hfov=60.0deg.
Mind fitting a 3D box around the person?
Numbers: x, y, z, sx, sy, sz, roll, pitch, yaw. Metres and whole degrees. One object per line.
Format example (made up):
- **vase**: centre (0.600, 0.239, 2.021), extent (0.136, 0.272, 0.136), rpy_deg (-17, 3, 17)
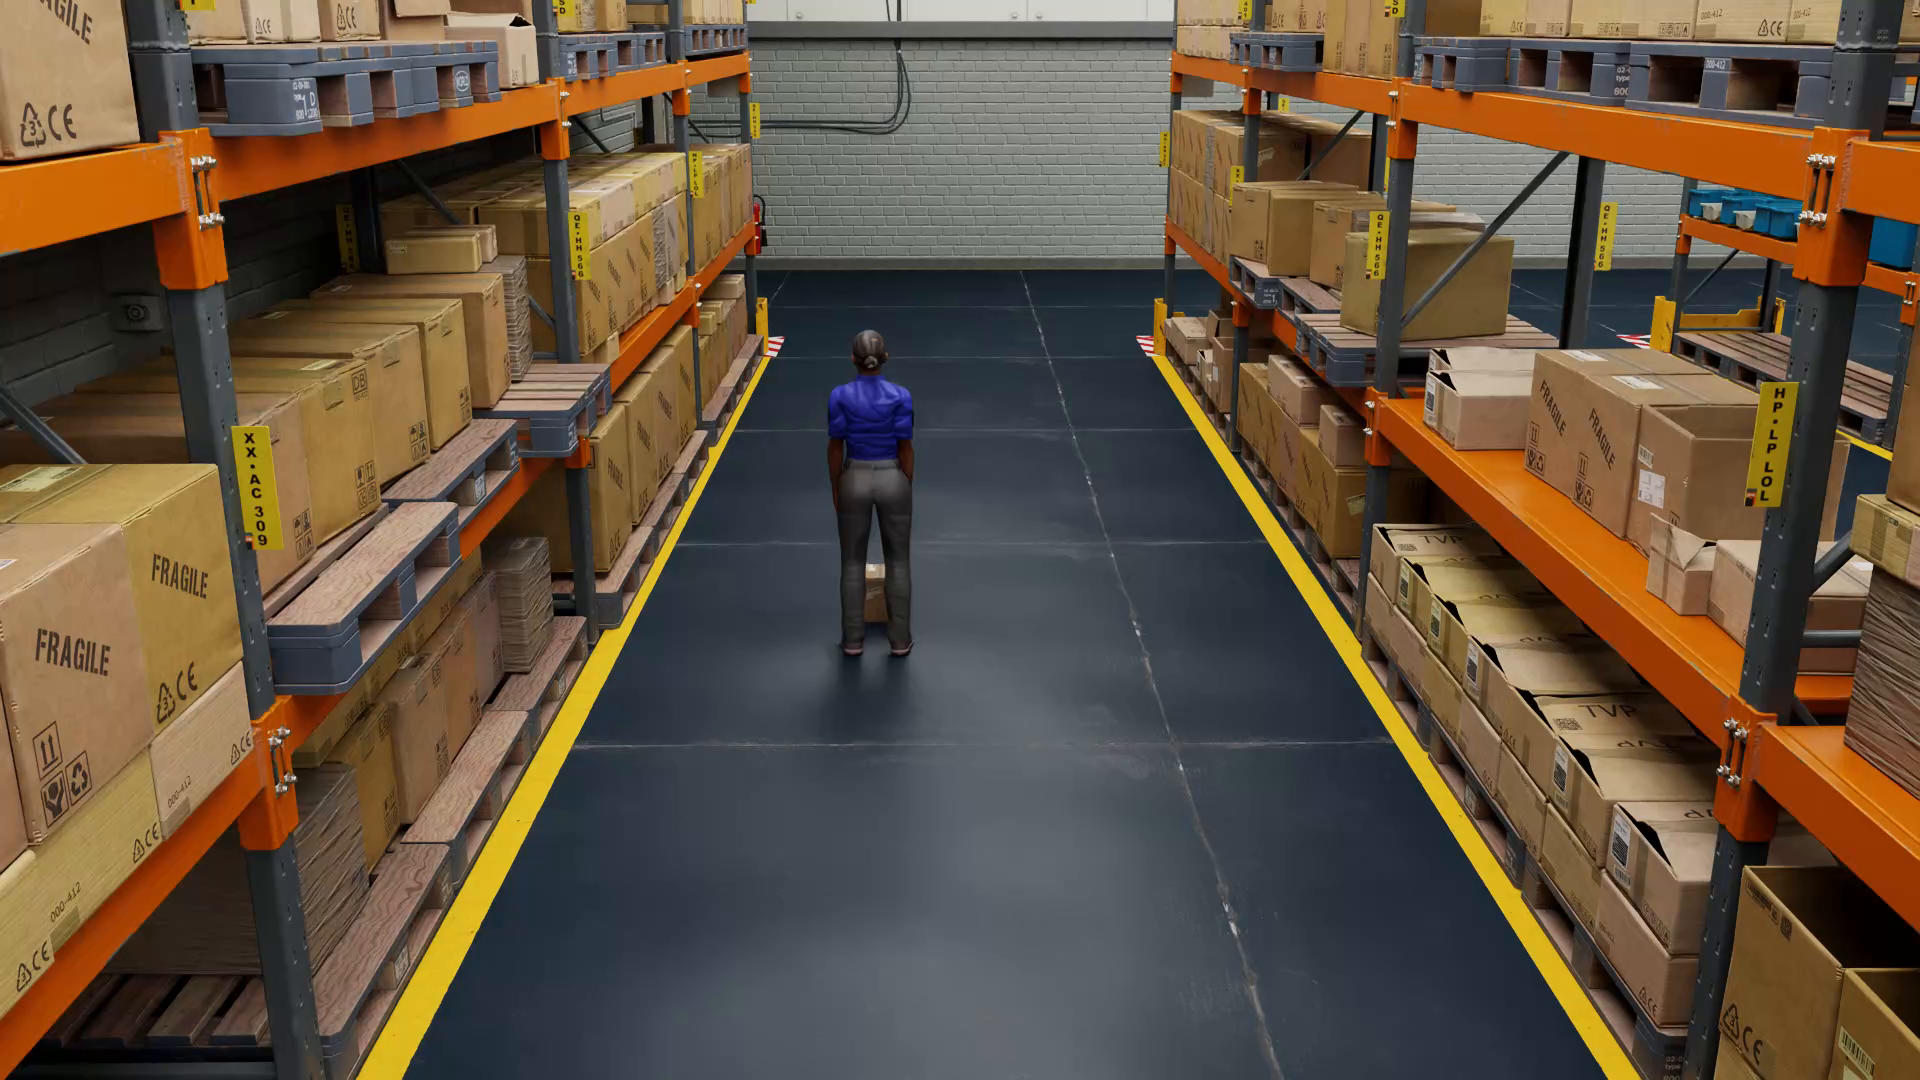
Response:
- **person**: centre (-0.442, -0.234, 8.315), extent (0.436, 1.655, 0.302), rpy_deg (0, 17, 1)
